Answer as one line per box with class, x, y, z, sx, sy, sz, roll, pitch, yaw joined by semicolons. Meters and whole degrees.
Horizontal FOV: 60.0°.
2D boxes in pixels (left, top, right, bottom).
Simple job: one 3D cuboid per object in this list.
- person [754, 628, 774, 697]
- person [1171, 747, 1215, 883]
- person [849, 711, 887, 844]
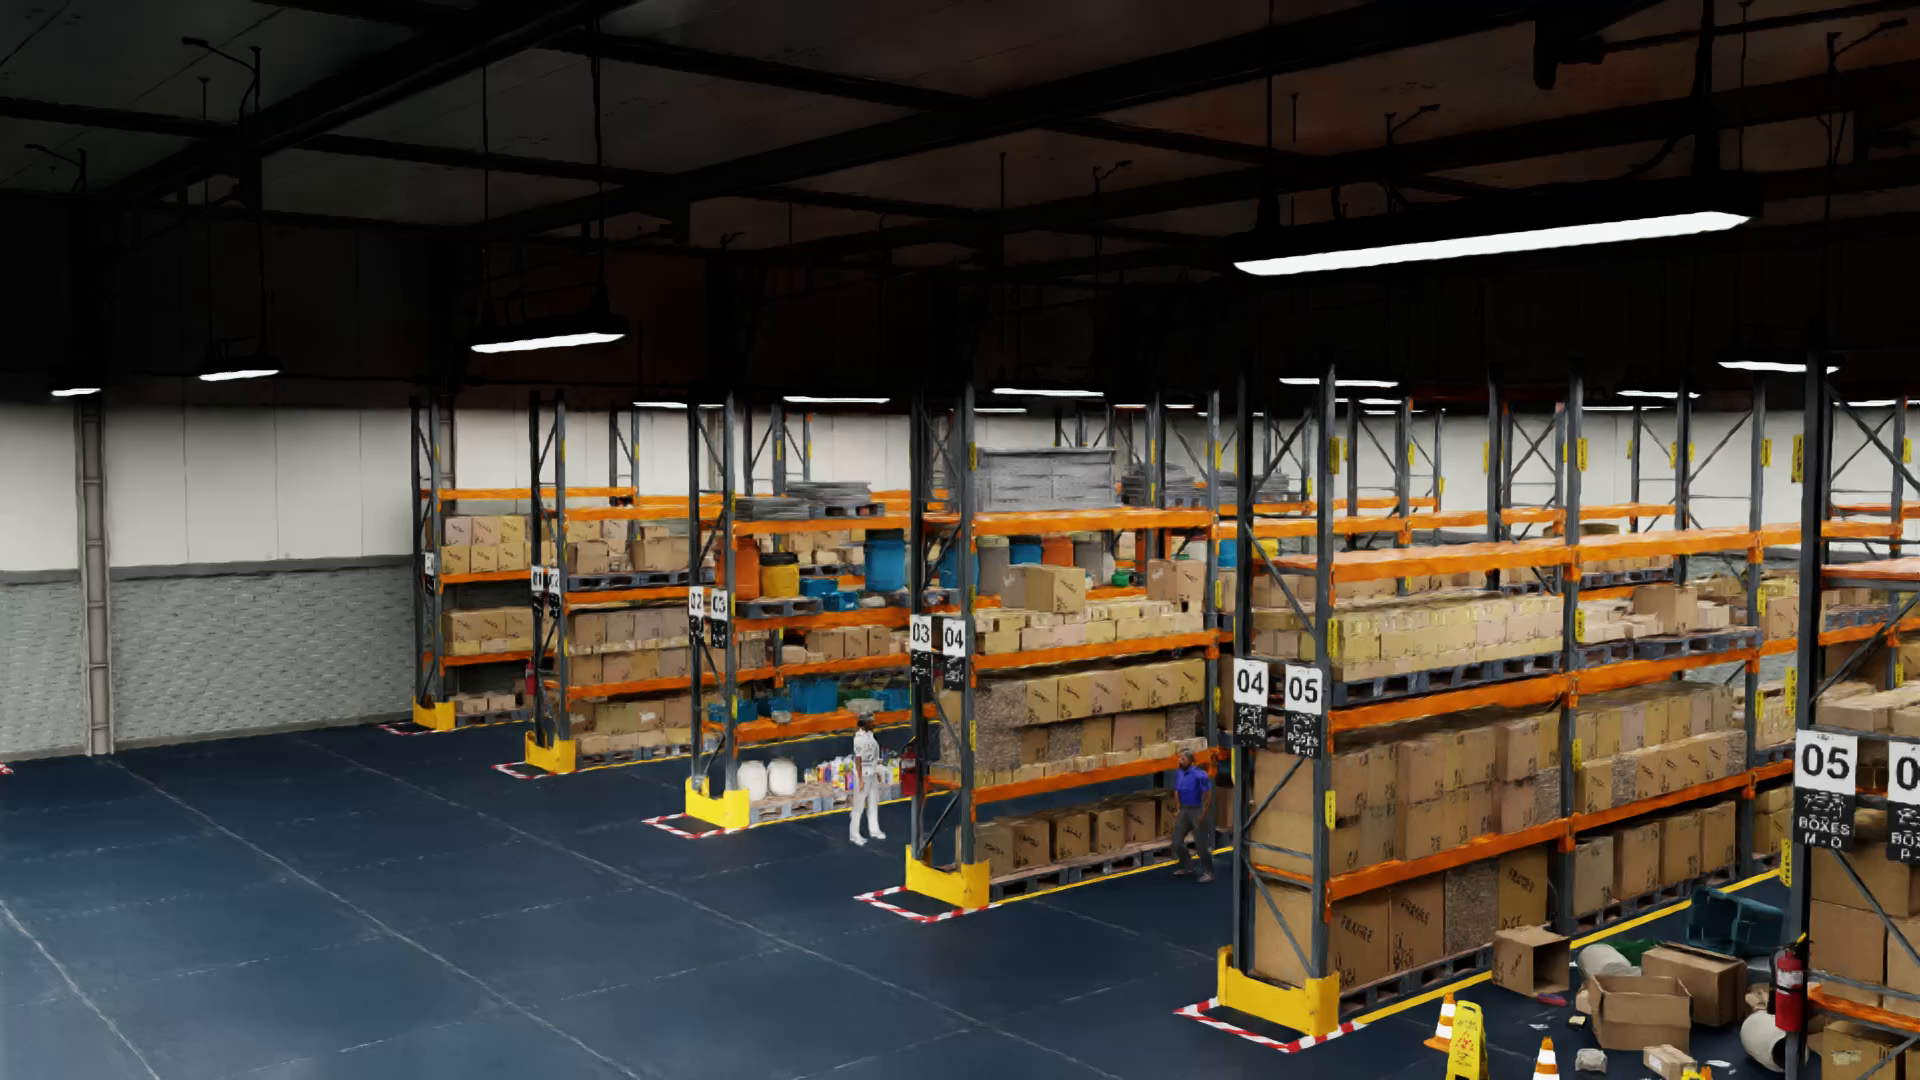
person;-3.871;2.306;33.371;0.518;1.778;0.627;2;4;26
person;2.736;3.219;19.556;0.513;1.598;0.592;-3;5;-42
person;-1.180;3.048;21.507;0.420;1.676;0.498;1;4;22
